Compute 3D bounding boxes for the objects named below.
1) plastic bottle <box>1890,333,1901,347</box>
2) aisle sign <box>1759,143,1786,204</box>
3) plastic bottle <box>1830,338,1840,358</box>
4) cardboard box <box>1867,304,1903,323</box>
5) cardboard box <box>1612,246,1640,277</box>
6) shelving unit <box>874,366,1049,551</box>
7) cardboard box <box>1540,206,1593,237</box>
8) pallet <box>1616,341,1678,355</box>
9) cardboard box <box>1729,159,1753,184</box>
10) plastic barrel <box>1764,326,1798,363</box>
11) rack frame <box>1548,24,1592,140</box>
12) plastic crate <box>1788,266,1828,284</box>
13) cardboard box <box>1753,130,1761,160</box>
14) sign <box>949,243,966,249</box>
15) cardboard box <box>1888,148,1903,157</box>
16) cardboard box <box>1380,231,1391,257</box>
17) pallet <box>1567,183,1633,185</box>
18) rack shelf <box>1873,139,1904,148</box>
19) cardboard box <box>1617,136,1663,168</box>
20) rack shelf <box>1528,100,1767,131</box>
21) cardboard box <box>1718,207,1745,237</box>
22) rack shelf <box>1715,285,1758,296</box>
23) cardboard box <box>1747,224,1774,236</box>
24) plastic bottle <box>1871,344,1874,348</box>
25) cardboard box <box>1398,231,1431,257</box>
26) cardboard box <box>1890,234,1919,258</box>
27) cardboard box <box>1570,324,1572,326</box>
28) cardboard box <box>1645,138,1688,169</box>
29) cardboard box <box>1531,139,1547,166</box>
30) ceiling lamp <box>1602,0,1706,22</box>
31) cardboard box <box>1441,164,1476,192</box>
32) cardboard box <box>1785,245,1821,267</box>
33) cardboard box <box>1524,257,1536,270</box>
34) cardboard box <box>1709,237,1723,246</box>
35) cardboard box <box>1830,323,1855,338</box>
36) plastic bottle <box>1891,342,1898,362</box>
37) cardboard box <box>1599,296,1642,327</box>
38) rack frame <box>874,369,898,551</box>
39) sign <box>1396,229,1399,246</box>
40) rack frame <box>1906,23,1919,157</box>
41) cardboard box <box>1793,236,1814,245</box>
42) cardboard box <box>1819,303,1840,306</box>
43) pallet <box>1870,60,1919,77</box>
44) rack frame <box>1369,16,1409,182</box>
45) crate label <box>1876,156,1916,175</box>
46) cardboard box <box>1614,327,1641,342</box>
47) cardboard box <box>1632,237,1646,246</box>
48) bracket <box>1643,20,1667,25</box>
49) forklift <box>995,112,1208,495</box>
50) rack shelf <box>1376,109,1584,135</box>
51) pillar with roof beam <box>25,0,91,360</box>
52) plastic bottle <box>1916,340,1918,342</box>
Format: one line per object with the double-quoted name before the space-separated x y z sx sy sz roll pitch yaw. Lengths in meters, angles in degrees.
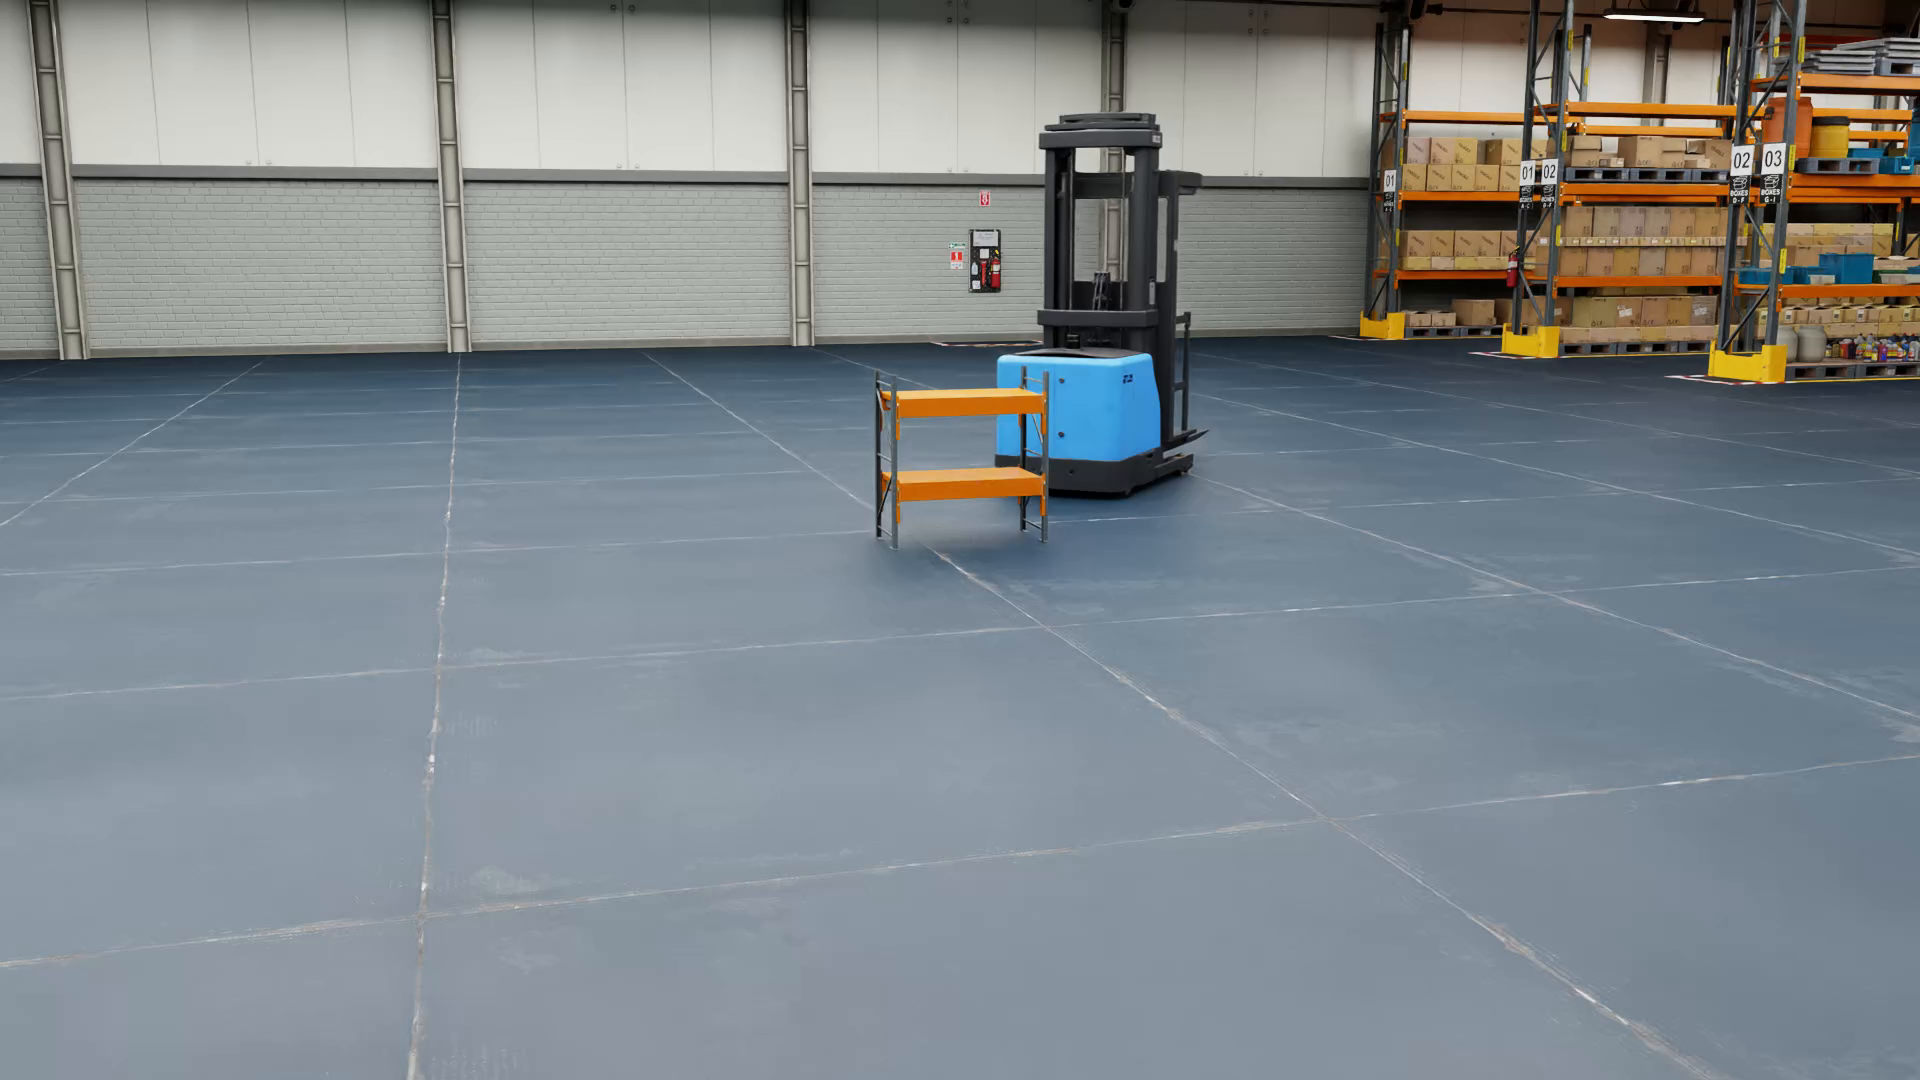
"plastic bottle" 13.750 -2.871 24.456 0.185 0.351 0.144 -4 11 -18
"aisle sign" 10.994 -4.957 22.507 0.004 0.787 0.394 -3 11 -16
"plastic bottle" 12.730 -2.792 24.213 0.133 0.283 0.061 -3 11 -15
"cardboard box" 16.351 -4.032 29.551 0.500 0.311 0.500 -3 11 -17
"cardboard box" 11.034 -4.716 28.104 0.500 0.500 0.700 -3 11 -16
"shelving unit" 0.006 -0.554 10.947 1.048 1.125 0.538 -3 11 -16
"cardboard box" 10.103 -5.305 27.721 0.500 0.500 0.700 -3 11 -16
"pallet" 11.493 -3.330 28.551 1.213 0.211 1.003 -3 11 -16
"cardboard box" 16.335 -7.635 34.457 0.500 0.500 0.700 -4 11 -20
"plastic barrel" 11.592 -2.763 23.479 0.421 0.512 0.421 0 10 0
"rack frame" 12.053 -8.608 32.950 0.127 3.000 1.000 -3 11 -16
"plastic crate" 12.004 -3.769 23.645 0.408 0.251 0.499 -3 11 -16
"cardboard box" 14.045 -6.798 28.585 0.500 0.500 0.500 -3 11 -15
"sign" -0.054 -5.486 30.997 0.331 0.109 0.001 -3 11 -16
"cardboard box" 20.340 -8.164 35.732 0.500 0.500 0.500 -3 11 -16
"cardboard box" 8.606 -5.821 32.668 0.500 0.500 0.500 -3 11 -17
"pallet" 12.676 -7.053 33.308 1.003 0.211 1.213 -3 11 -16
"rack shelf" 21.655 -8.564 35.800 4.000 0.370 1.077 -3 11 -16
"cardboard box" 11.272 -6.430 27.584 0.500 0.500 0.500 -3 11 -16
"rack shelf" 11.521 -7.095 27.825 4.000 0.370 1.077 -3 11 -16
"cardboard box" 13.017 -5.460 28.562 0.500 0.500 0.700 -3 11 -16
"rack shelf" 15.362 -4.544 29.432 4.000 0.370 1.077 -3 11 -16
"cardboard box" 16.429 -6.414 34.376 0.500 0.250 0.500 -3 11 -15
"plastic bottle" 13.239 -2.748 24.200 0.097 0.201 0.097 0 10 0
"cardboard box" 8.755 -5.732 32.185 0.500 0.500 0.500 -3 11 -16
"cardboard box" 20.260 -6.235 35.799 0.700 0.700 0.980 -3 11 -15
"cardboard box" 10.510 -3.554 28.503 0.500 0.250 0.500 -3 11 -16
"cardboard box" 11.825 -6.537 28.151 0.637 0.503 0.797 -2 11 -10
"cardboard box" 11.122 -7.581 32.565 0.500 0.500 0.500 -2 11 -13
"ceiling lamp" 12.708 -10.984 29.735 2.000 3.185 0.800 -3 11 -16
"cardboard box" 9.627 -7.011 32.228 0.500 0.500 0.500 -2 11 -13
"cardboard box" 14.689 -4.908 29.148 0.500 0.500 0.500 -2 11 -12
"cardboard box" 11.202 -5.493 32.959 0.500 0.250 0.500 -3 11 -16
"cardboard box" 12.751 -5.088 28.331 0.250 0.149 0.380 -3 11 -18
"cardboard box" 15.374 -3.706 29.328 0.500 0.250 0.500 -3 11 -15
"plastic bottle" 13.235 -2.667 23.572 0.097 0.271 0.097 0 10 0
"cardboard box" 11.134 -3.859 28.086 0.500 0.500 0.500 -3 11 -16
"rack frame" -0.482 -0.528 10.807 0.032 1.125 0.500 -3 11 -16
"sign" 8.364 -5.787 31.803 0.005 0.325 0.100 -3 11 -16
"rack frame" 17.282 -7.949 29.373 0.127 3.000 1.000 -3 11 -16
"cardboard box" 17.414 -6.095 34.717 0.500 0.500 0.500 -3 11 -16
"cardboard box" 15.705 -4.100 29.919 0.500 0.311 0.500 -3 11 -17
"pallet" 12.865 -6.487 23.057 1.213 0.211 1.003 -3 11 -16
"rack frame" 8.213 -8.406 31.851 0.127 3.000 1.000 -3 11 -16
"crate label" 12.871 -5.172 22.983 0.408 0.251 0.502 -3 11 -16
"cardboard box" 11.137 -3.488 28.143 0.500 0.250 0.500 -3 11 -16
"cardboard box" 11.274 -5.010 27.910 0.250 0.149 0.380 -3 11 -17
"bracket" 14.105 -10.583 33.734 0.430 0.232 0.235 -3 11 -16
"forklift" 1.346 -2.011 13.875 1.130 2.935 3.031 5 11 24
"rack shelf" 10.133 -8.151 32.466 4.000 0.370 1.077 -3 11 -16
"pillar with roof beam" -13.197 -6.628 22.197 0.400 9.000 9.100 -3 11 -16
"plastic bottle" 13.737 -2.724 23.843 0.133 0.283 0.061 -3 11 -16
